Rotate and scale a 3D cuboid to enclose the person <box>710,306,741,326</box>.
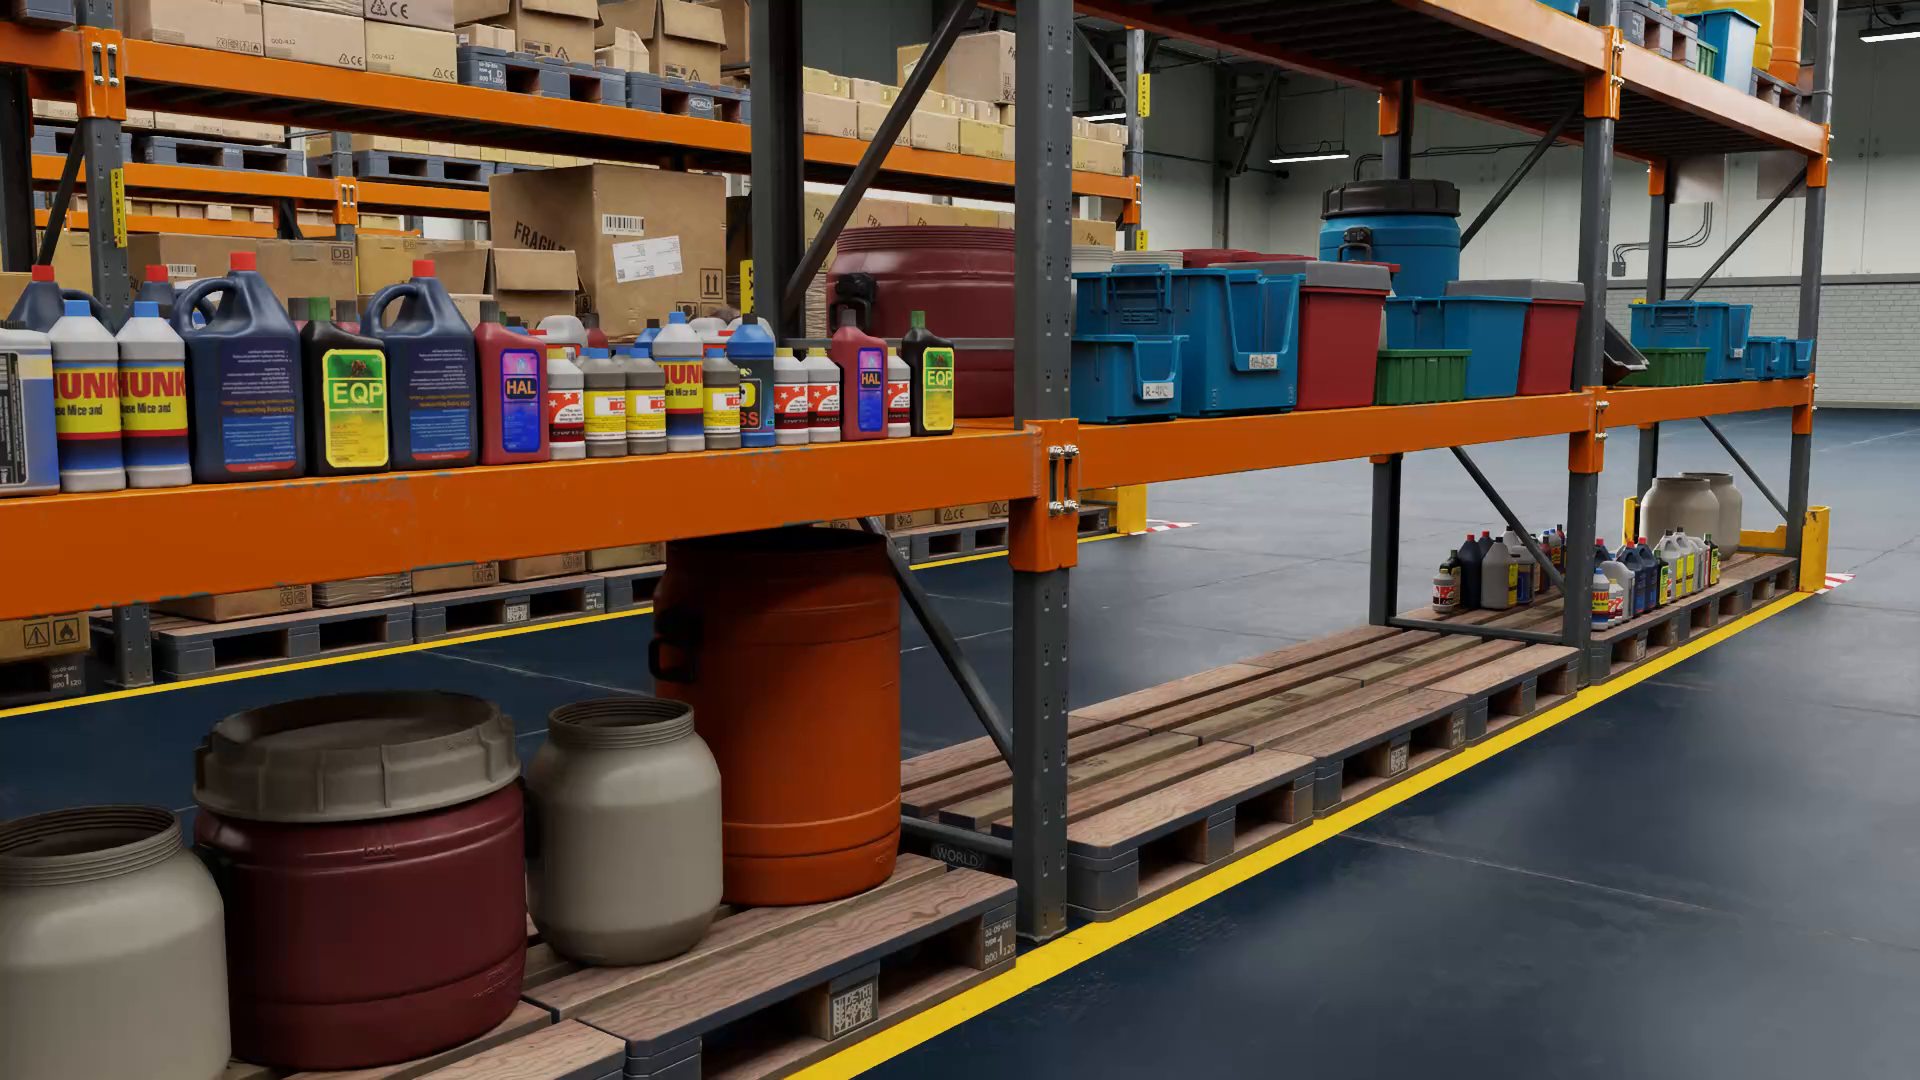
[{"bbox_3d":[-1.047,-0.144,7.005,0.561,1.662,0.426,5,9,39],"label":"person"}]
